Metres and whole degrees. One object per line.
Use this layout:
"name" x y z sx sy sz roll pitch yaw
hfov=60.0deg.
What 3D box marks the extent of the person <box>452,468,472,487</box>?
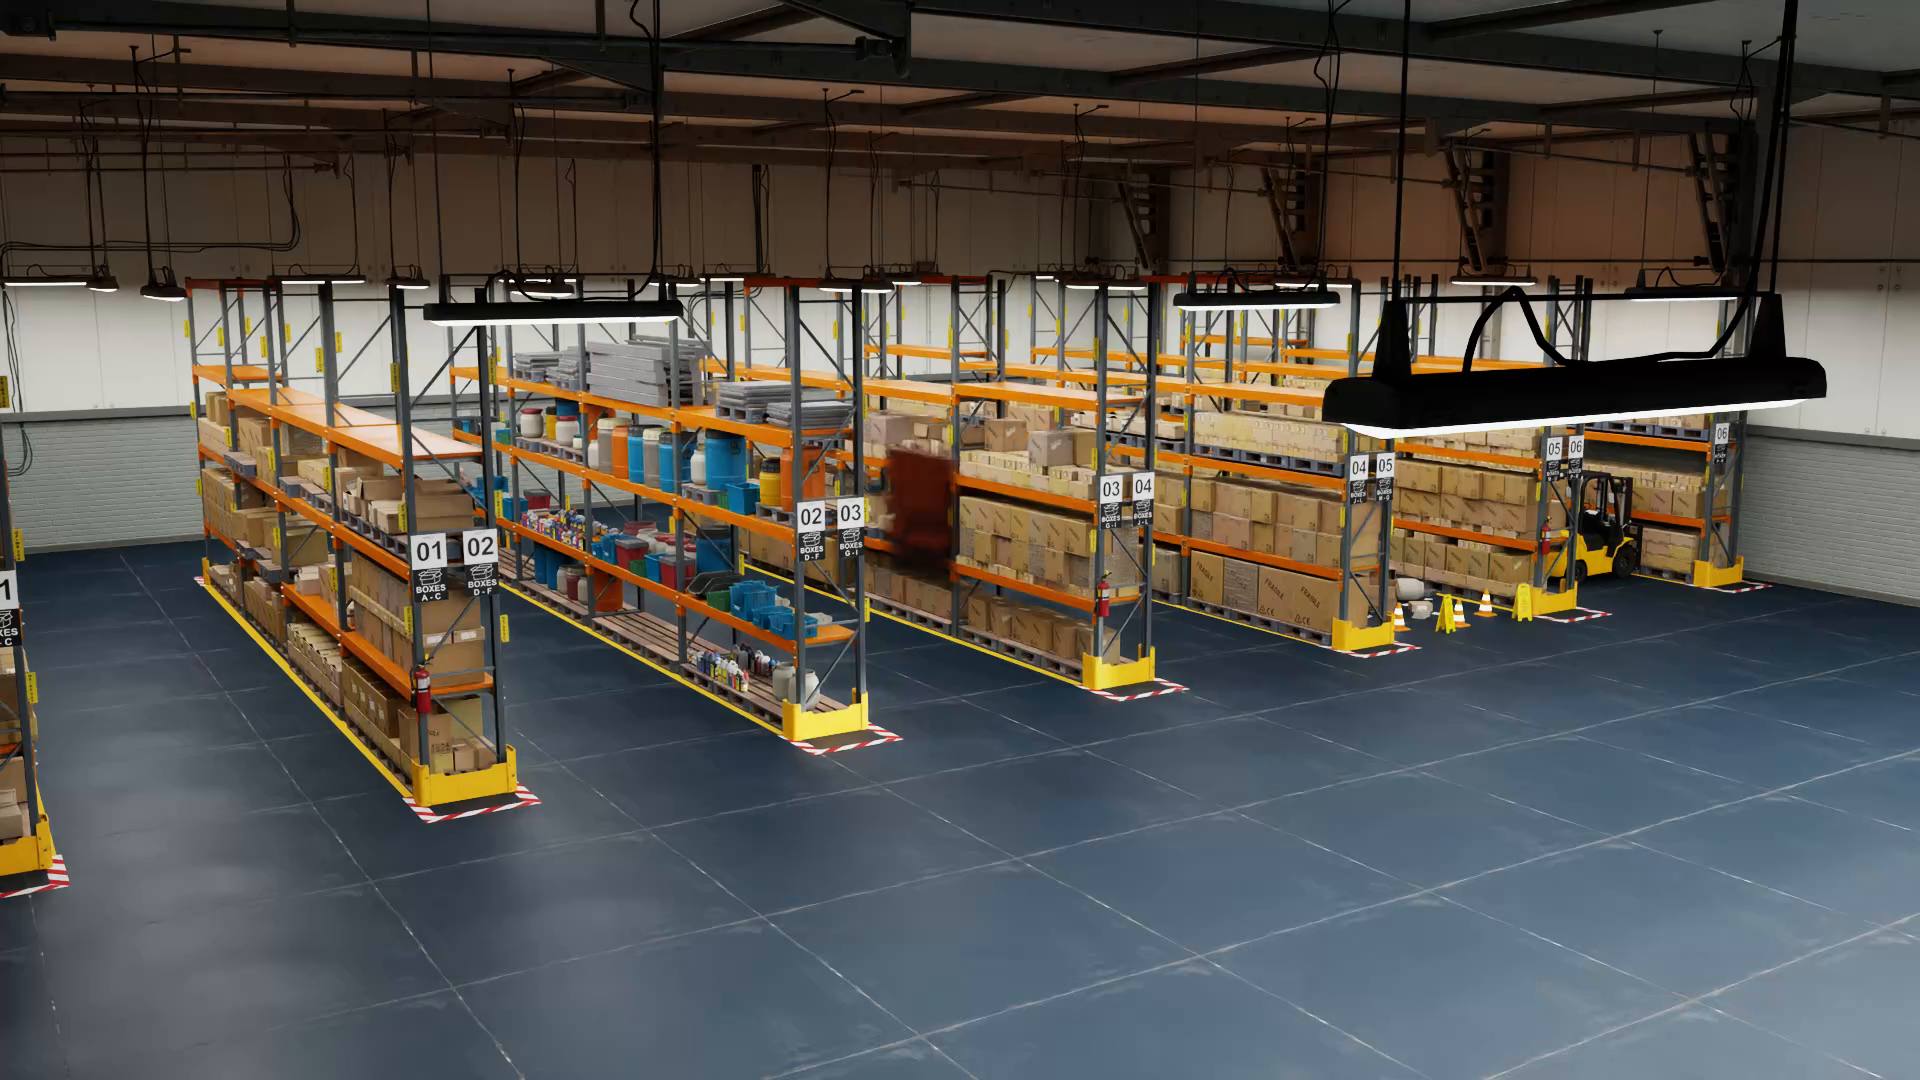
"person" -11.171 -0.769 37.227 0.549 1.749 0.933 3 10 19
